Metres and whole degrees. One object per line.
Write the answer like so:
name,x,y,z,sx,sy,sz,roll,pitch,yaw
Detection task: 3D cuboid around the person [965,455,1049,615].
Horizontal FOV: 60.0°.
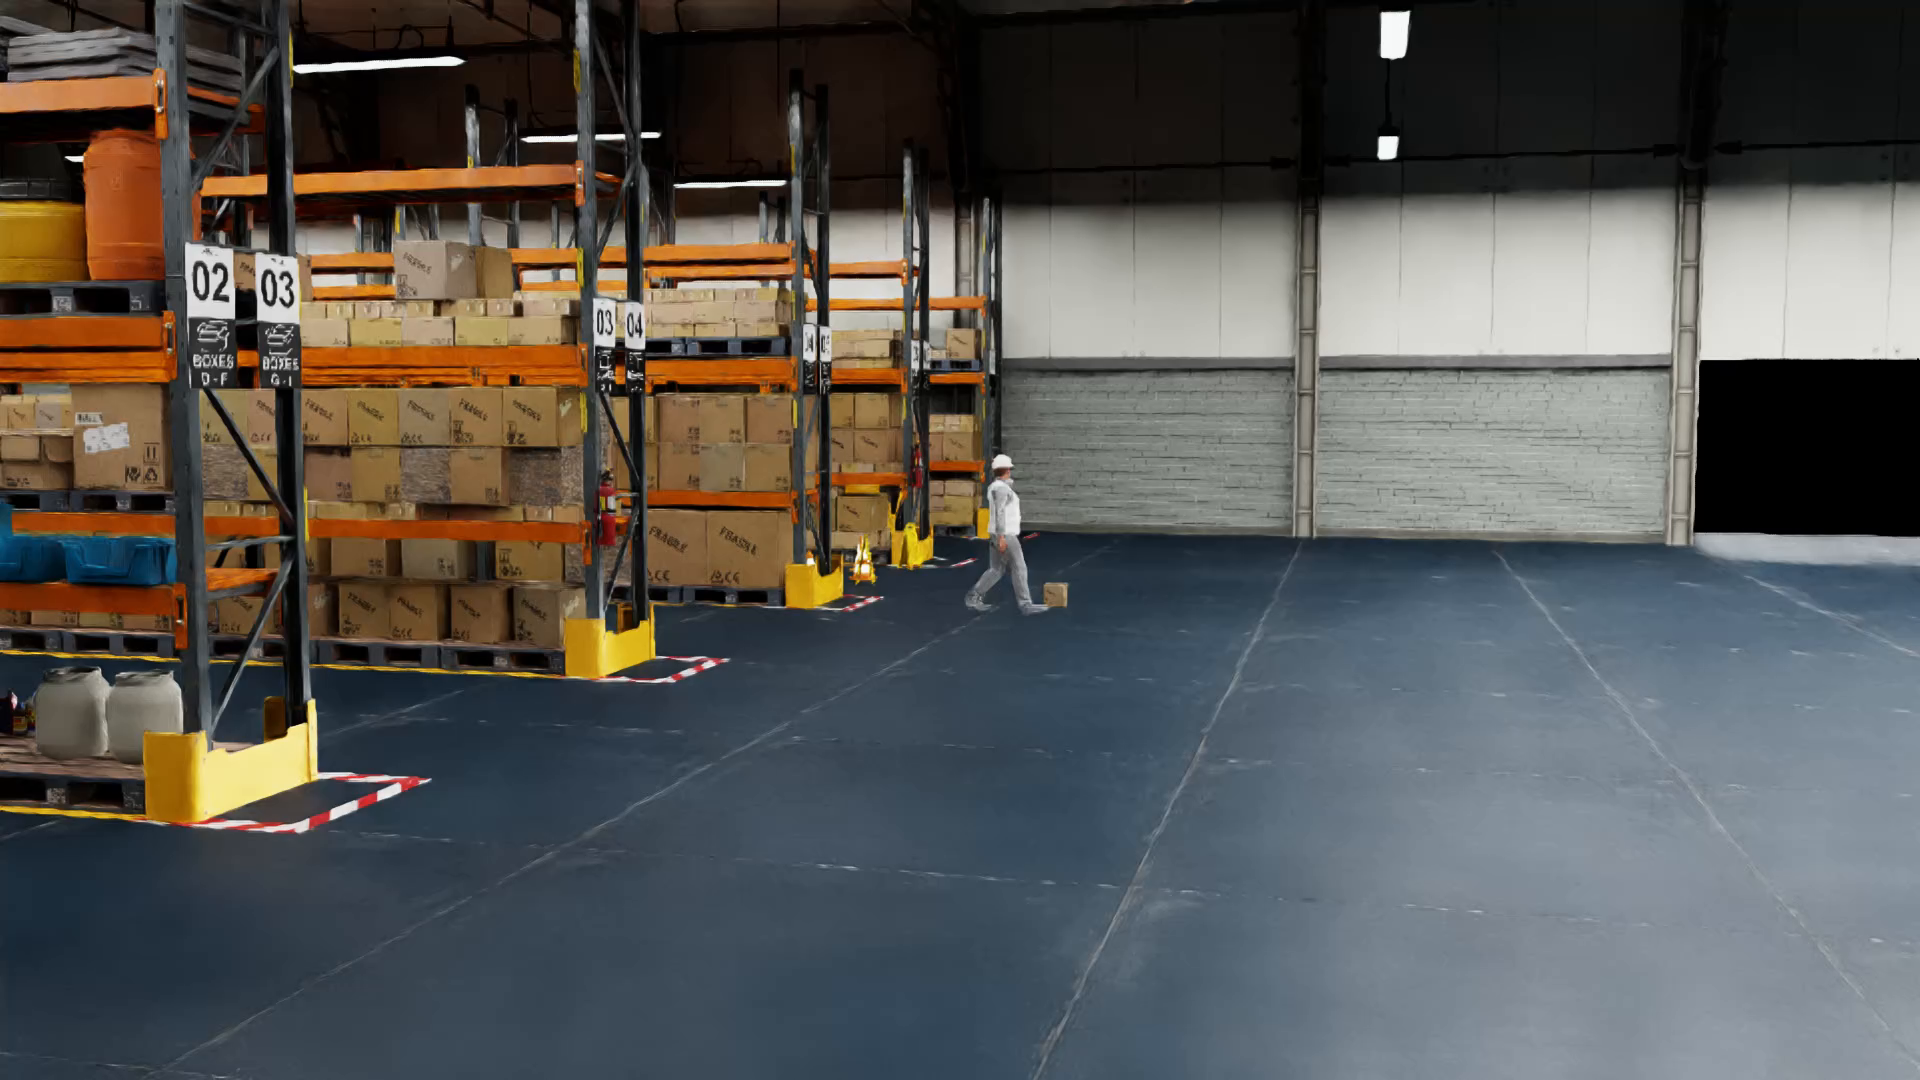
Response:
person,0.500,-0.061,18.183,0.891,1.739,0.589,-1,5,-7
